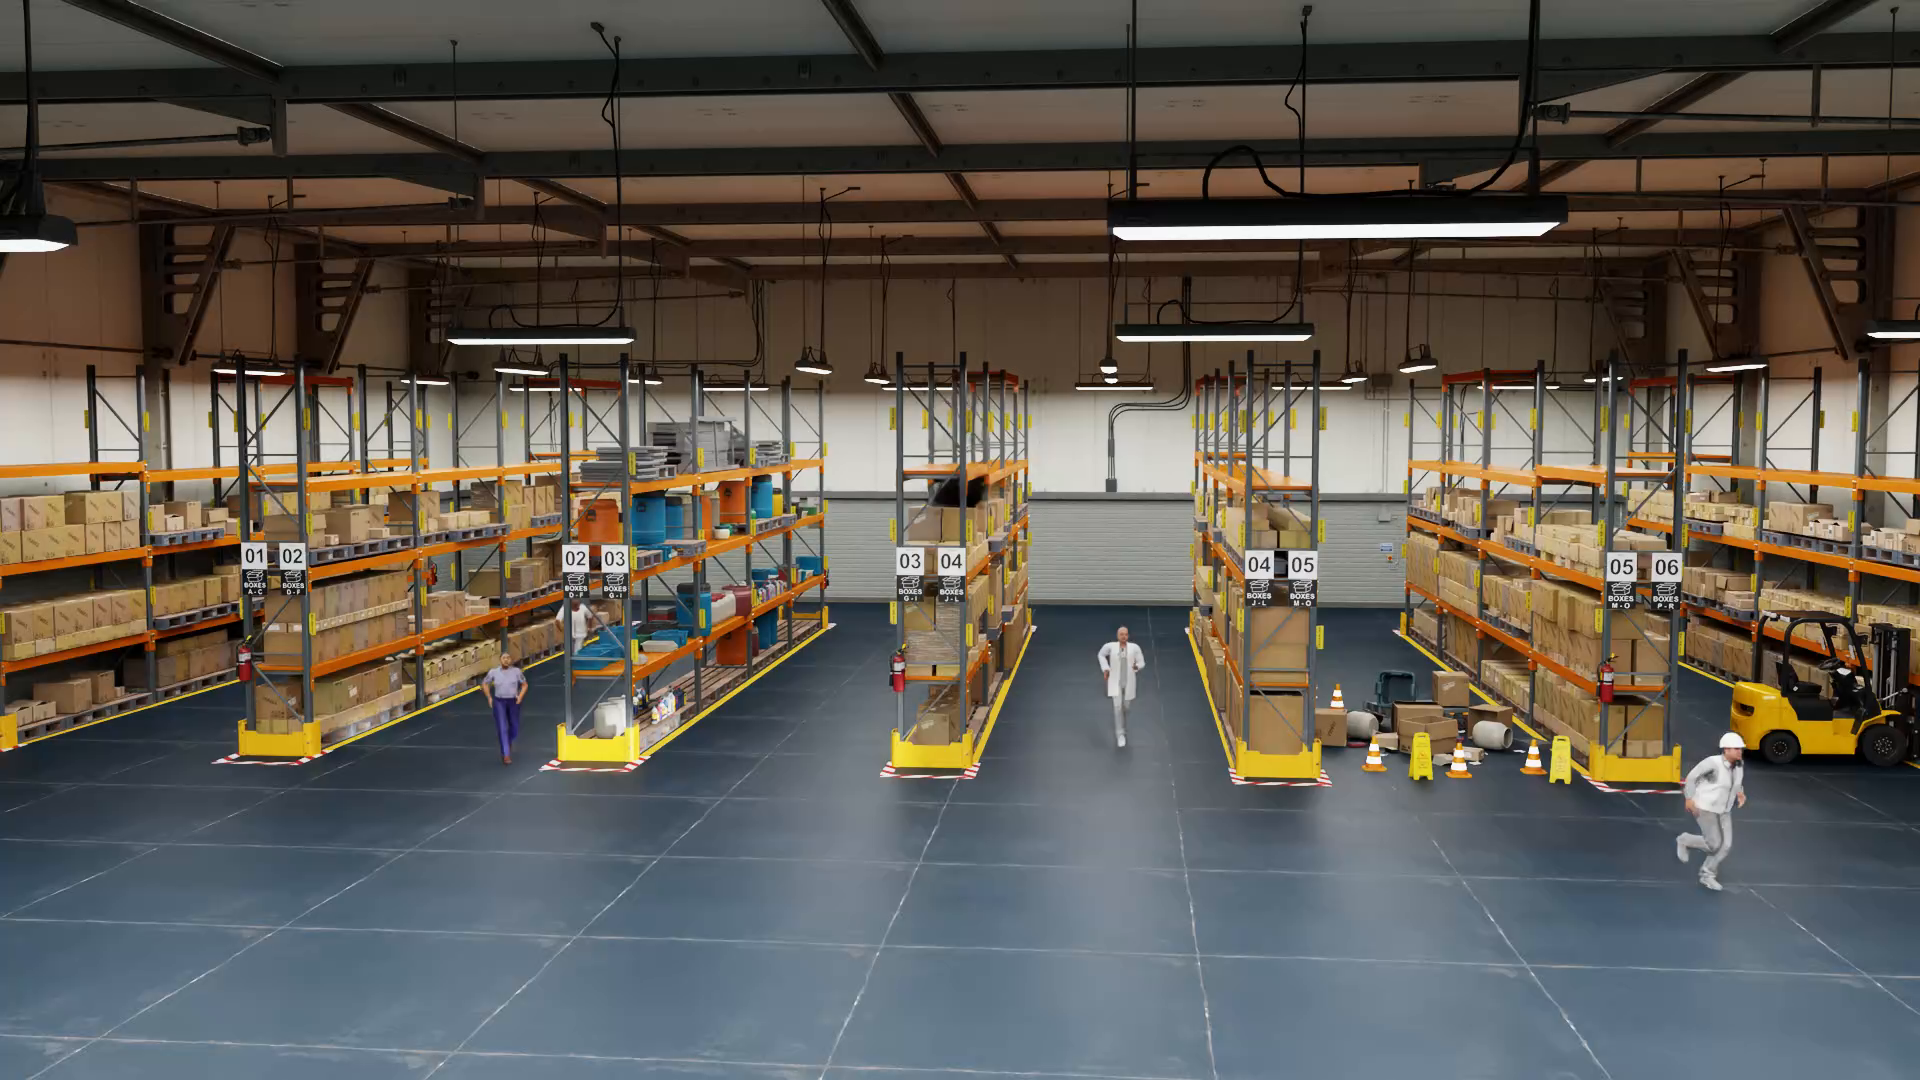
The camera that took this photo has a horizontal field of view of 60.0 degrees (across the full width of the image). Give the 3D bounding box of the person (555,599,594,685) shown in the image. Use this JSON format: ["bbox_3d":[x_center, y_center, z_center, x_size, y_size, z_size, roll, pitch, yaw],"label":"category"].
[{"bbox_3d":[-7.426,1.867,32.050,0.727,1.750,0.871,-1,4,-11],"label":"person"}]

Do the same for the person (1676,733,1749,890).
[{"bbox_3d":[8.126,2.897,17.967,0.653,1.710,0.801,-2,5,-27],"label":"person"}]

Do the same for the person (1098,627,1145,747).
[{"bbox_3d":[2.532,2.254,25.991,0.704,1.802,1.046,0,4,-4],"label":"person"}]

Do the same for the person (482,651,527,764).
[{"bbox_3d":[-6.722,2.443,24.592,0.641,1.626,0.771,-2,4,-24],"label":"person"}]
